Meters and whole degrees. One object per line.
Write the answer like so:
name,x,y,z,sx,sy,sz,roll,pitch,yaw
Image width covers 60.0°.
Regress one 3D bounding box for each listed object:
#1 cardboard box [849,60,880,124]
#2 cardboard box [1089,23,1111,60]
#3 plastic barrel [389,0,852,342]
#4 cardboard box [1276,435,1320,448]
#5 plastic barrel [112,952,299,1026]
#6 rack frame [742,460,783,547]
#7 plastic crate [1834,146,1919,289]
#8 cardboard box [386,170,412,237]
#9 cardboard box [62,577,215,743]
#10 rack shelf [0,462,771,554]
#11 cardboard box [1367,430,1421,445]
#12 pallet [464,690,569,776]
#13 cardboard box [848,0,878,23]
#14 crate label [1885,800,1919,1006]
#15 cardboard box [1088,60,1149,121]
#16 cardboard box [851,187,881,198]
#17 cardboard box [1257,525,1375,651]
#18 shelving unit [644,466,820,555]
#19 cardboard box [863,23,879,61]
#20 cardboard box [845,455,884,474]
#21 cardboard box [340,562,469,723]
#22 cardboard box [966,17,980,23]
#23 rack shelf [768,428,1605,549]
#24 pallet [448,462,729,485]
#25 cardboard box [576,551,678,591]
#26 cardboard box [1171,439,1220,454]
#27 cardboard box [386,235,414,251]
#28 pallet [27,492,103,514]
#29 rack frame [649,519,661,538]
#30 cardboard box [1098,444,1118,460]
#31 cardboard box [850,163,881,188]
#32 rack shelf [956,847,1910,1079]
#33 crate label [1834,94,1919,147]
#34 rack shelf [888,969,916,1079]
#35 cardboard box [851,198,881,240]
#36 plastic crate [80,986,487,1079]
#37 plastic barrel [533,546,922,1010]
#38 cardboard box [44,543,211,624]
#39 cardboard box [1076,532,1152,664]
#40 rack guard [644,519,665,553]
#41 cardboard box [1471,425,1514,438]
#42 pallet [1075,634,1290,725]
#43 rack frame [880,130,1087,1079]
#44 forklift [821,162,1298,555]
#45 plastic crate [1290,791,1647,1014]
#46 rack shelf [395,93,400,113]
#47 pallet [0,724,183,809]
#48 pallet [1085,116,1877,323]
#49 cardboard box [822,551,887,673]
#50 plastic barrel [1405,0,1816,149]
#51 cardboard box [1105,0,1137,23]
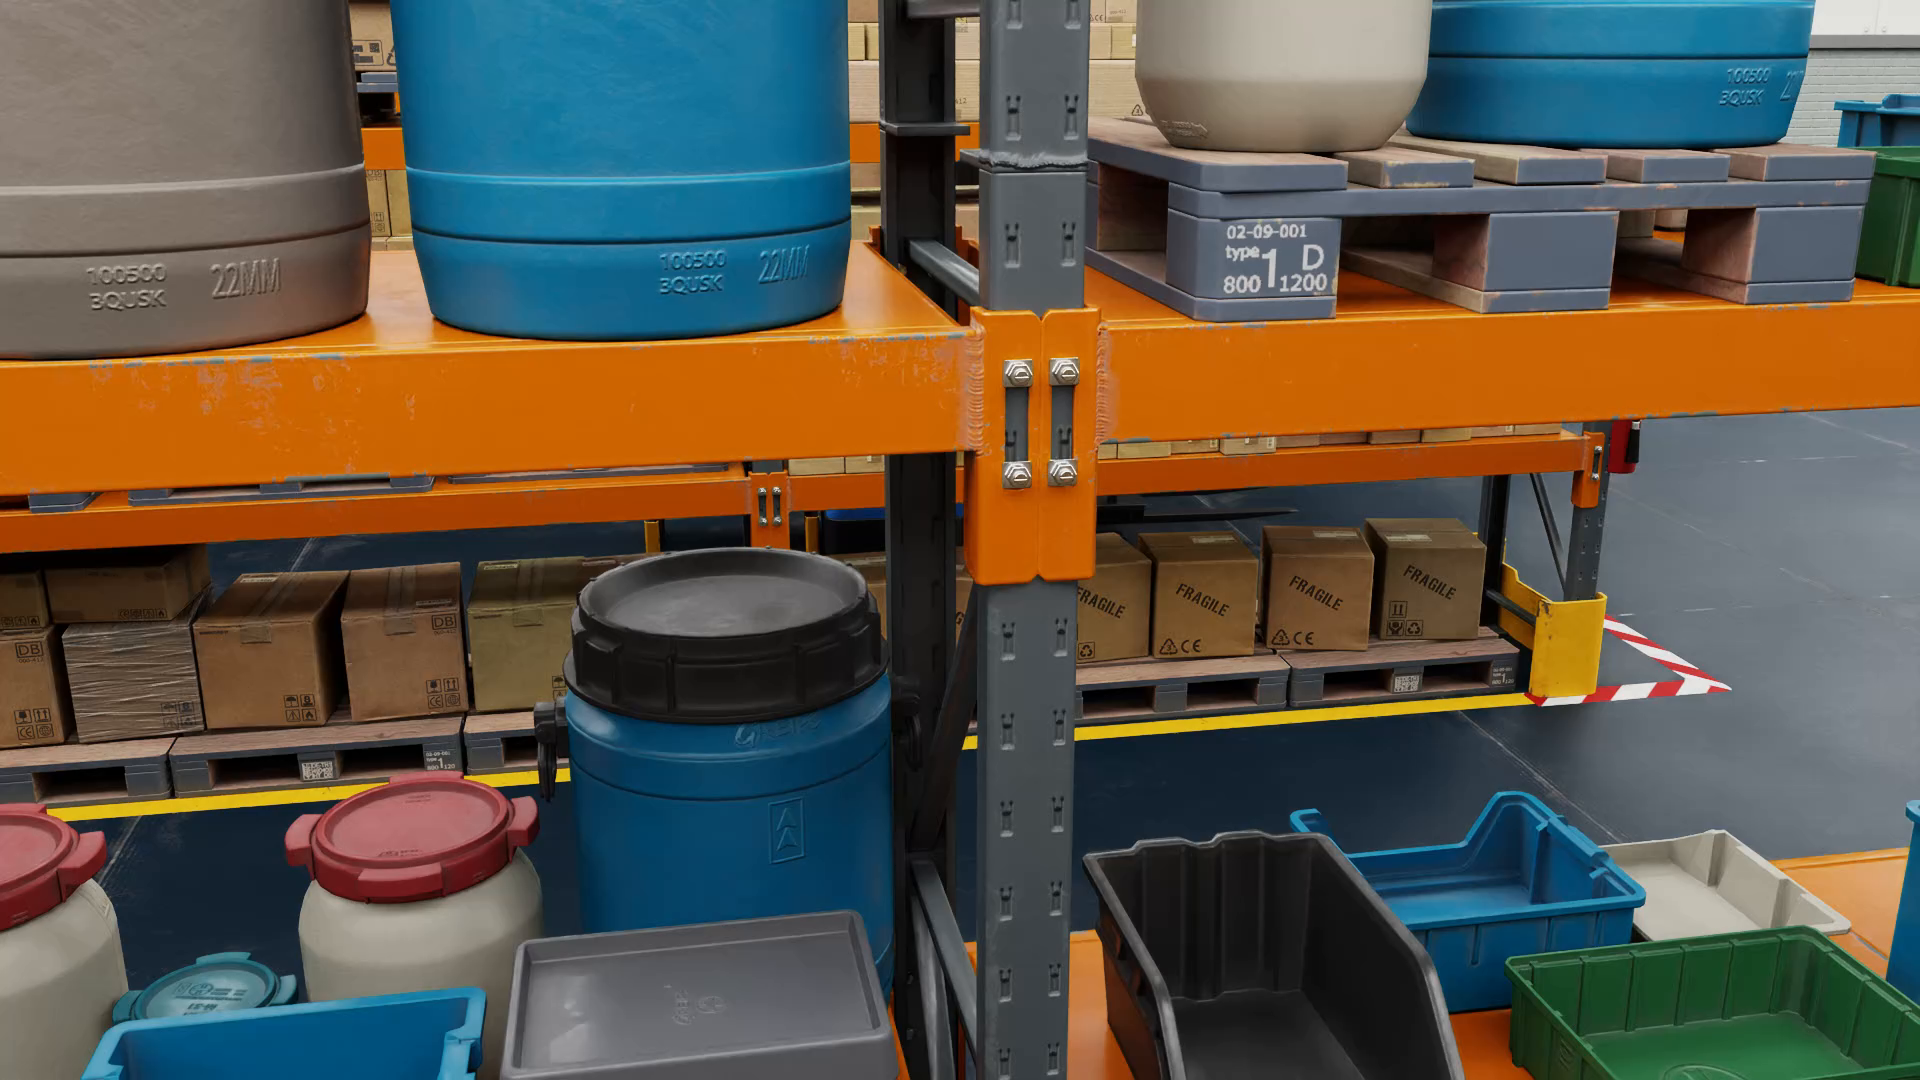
cardboard box,-0.441,-1.918,7.095,0.500,0.250,0.500,-4,18,-13
cardboard box,0.476,-2.146,7.158,0.250,0.149,0.380,-4,17,-11
plastic barrel,-0.450,-0.760,2.214,0.708,0.901,0.600,-3,17,-10
cardboard box,1.531,-0.558,7.947,0.250,0.149,0.380,-3,17,-10
plastic barrel,-1.320,0.918,2.948,0.301,0.262,0.301,0,17,0
rack frame,-0.931,-0.605,7.672,0.127,3.000,1.000,-3,17,-10
plastic crate,1.609,-0.519,2.645,0.450,0.188,0.336,-3,17,-10
cardboard box,-3.756,-2.452,11.812,0.500,0.500,0.700,-3,17,-11
cardboard box,-3.662,0.525,7.502,0.500,0.500,0.700,-5,18,-15
rack shelf,-2.895,-0.150,7.415,4.000,0.370,1.077,-3,17,-10
cardboard box,2.026,-0.580,8.020,0.250,0.149,0.380,-3,17,-10
pallet,-1.695,0.772,7.939,1.213,0.211,1.003,-3,17,-10
cardboard box,-0.538,-2.566,7.421,0.500,0.500,0.500,-4,17,-12
crate label,2.180,0.764,3.156,0.616,0.435,0.502,-3,17,-10
cardboard box,0.568,-1.974,7.276,0.500,0.250,0.500,-4,18,-13
cardboard box,-0.541,-1.377,7.807,0.500,0.500,0.500,-3,17,-10
cardboard box,1.800,0.240,8.465,0.500,0.500,0.500,1,17,4
shelving unit,-1.453,-0.687,10.496,1.083,1.500,0.587,-2,17,-6
cardboard box,-0.305,-2.121,7.077,0.250,0.149,0.380,-4,18,-13
cardboard box,-0.415,-0.420,7.499,0.250,0.149,0.380,-3,17,-10
cardboard box,-2.559,0.460,7.713,0.500,0.500,0.700,-5,18,-15
cardboard box,0.248,-3.825,11.911,0.500,0.250,0.500,-3,17,-10
rack shelf,1.033,-0.372,8.141,4.000,0.370,1.077,-3,17,-10
pallet,-1.709,-0.513,7.699,1.213,0.211,1.003,-3,17,-10
cardboard box,-1.538,0.408,7.884,0.500,0.500,0.700,-5,18,-15
cardboard box,1.044,-0.525,7.839,0.250,0.149,0.380,-3,17,-10
cardboard box,-3.725,-1.897,11.708,0.500,0.500,0.500,-3,17,-11
pallet,-4.179,-0.361,7.204,1.003,0.211,1.213,-3,17,-10
rack frame,-1.949,-0.671,10.443,0.032,1.500,0.500,-2,17,-6
cardboard box,0.560,-0.487,7.716,0.250,0.149,0.380,-3,17,-10
cardboard box,-0.886,-2.703,12.409,0.550,0.550,0.875,-3,17,-10
rack shelf,1.972,1.055,3.492,4.000,0.370,1.077,-3,17,-10
crate label,2.035,-0.754,3.301,0.408,0.251,0.502,-3,17,-10
rack shelf,-1.955,1.278,2.767,4.000,0.370,1.077,-3,17,-10
cardboard box,-0.441,-1.225,7.310,0.500,0.500,0.500,-3,17,-10
plastic crate,-1.016,0.982,2.534,0.575,0.384,0.392,-3,17,-10
plastic barrel,-0.428,0.517,3.164,0.708,0.901,0.600,-3,17,-10
cardboard box,-3.687,0.166,7.395,0.500,0.250,0.500,-1,17,-4
cardboard box,0.625,0.287,8.310,0.500,0.500,0.500,-5,18,-15
rack guard,-1.948,-0.074,10.627,0.087,0.250,0.587,-2,17,-6
cardboard box,2.510,-0.619,8.145,0.250,0.149,0.380,-3,17,-10
pallet,0.922,0.611,8.461,1.213,0.211,1.003,-3,17,-10
rack frame,0.008,0.823,3.024,0.127,3.000,1.000,-3,17,-10
forklift,0.625,-1.422,10.449,3.031,2.935,1.130,-2,17,-6
plastic crate,1.044,0.754,3.501,0.616,0.251,0.499,-3,17,-10
rack shelf,-3.737,-3.019,11.649,4.000,0.370,1.077,-3,17,-10
pallet,-4.091,0.908,7.497,1.213,0.211,1.003,-3,17,-10
pallet,0.698,-0.589,2.834,1.003,0.211,1.213,-3,17,-10
cardboard box,-0.531,0.378,8.013,0.500,0.500,0.500,-4,17,-12
plastic barrel,1.006,-1.076,2.528,0.708,0.901,0.600,-3,17,-10
cardboard box,1.236,-3.881,12.092,0.500,0.250,0.500,-3,17,-10
